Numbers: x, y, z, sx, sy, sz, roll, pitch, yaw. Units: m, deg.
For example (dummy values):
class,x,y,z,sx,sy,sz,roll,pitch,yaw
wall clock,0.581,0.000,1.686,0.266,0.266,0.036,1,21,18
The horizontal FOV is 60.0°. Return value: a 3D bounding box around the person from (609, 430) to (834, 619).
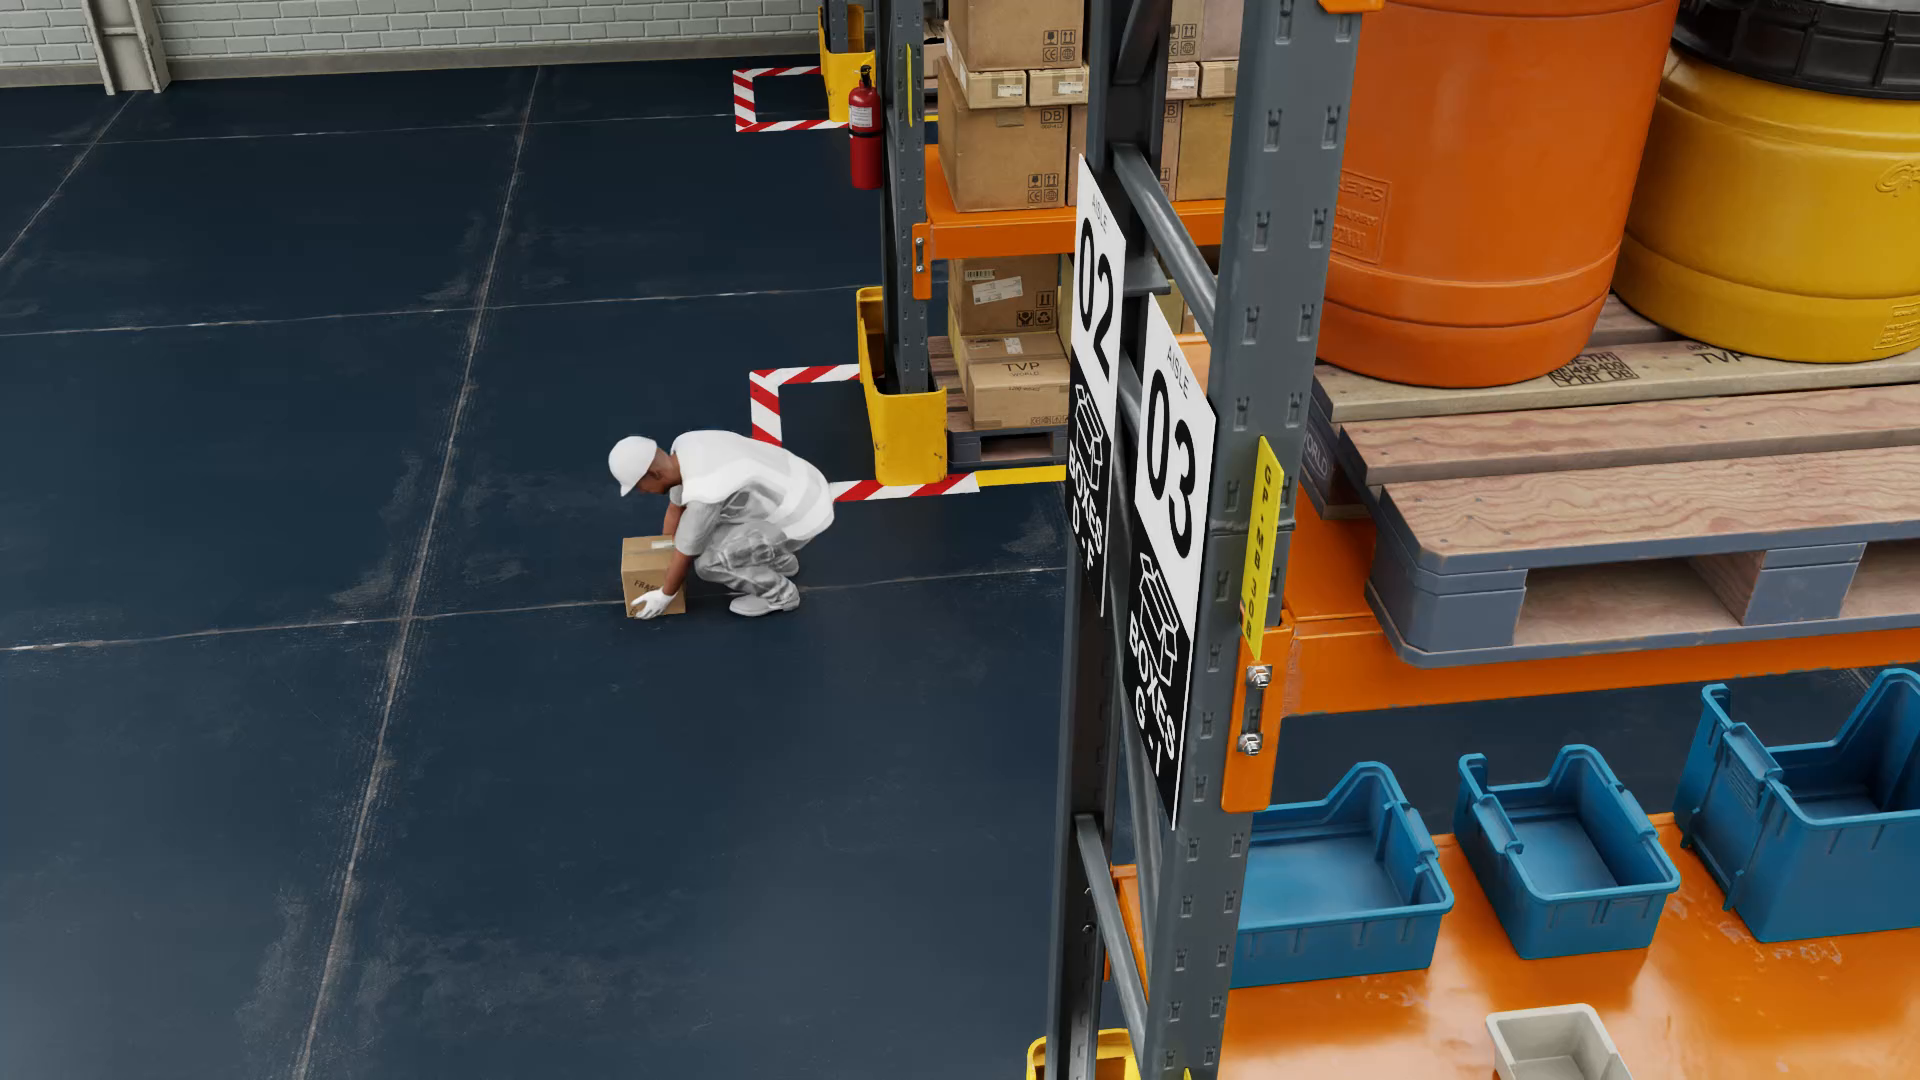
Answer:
class,x,y,z,sx,sy,sz,roll,pitch,yaw
person,-0.996,-0.099,7.105,0.909,0.883,0.576,-4,35,-6
